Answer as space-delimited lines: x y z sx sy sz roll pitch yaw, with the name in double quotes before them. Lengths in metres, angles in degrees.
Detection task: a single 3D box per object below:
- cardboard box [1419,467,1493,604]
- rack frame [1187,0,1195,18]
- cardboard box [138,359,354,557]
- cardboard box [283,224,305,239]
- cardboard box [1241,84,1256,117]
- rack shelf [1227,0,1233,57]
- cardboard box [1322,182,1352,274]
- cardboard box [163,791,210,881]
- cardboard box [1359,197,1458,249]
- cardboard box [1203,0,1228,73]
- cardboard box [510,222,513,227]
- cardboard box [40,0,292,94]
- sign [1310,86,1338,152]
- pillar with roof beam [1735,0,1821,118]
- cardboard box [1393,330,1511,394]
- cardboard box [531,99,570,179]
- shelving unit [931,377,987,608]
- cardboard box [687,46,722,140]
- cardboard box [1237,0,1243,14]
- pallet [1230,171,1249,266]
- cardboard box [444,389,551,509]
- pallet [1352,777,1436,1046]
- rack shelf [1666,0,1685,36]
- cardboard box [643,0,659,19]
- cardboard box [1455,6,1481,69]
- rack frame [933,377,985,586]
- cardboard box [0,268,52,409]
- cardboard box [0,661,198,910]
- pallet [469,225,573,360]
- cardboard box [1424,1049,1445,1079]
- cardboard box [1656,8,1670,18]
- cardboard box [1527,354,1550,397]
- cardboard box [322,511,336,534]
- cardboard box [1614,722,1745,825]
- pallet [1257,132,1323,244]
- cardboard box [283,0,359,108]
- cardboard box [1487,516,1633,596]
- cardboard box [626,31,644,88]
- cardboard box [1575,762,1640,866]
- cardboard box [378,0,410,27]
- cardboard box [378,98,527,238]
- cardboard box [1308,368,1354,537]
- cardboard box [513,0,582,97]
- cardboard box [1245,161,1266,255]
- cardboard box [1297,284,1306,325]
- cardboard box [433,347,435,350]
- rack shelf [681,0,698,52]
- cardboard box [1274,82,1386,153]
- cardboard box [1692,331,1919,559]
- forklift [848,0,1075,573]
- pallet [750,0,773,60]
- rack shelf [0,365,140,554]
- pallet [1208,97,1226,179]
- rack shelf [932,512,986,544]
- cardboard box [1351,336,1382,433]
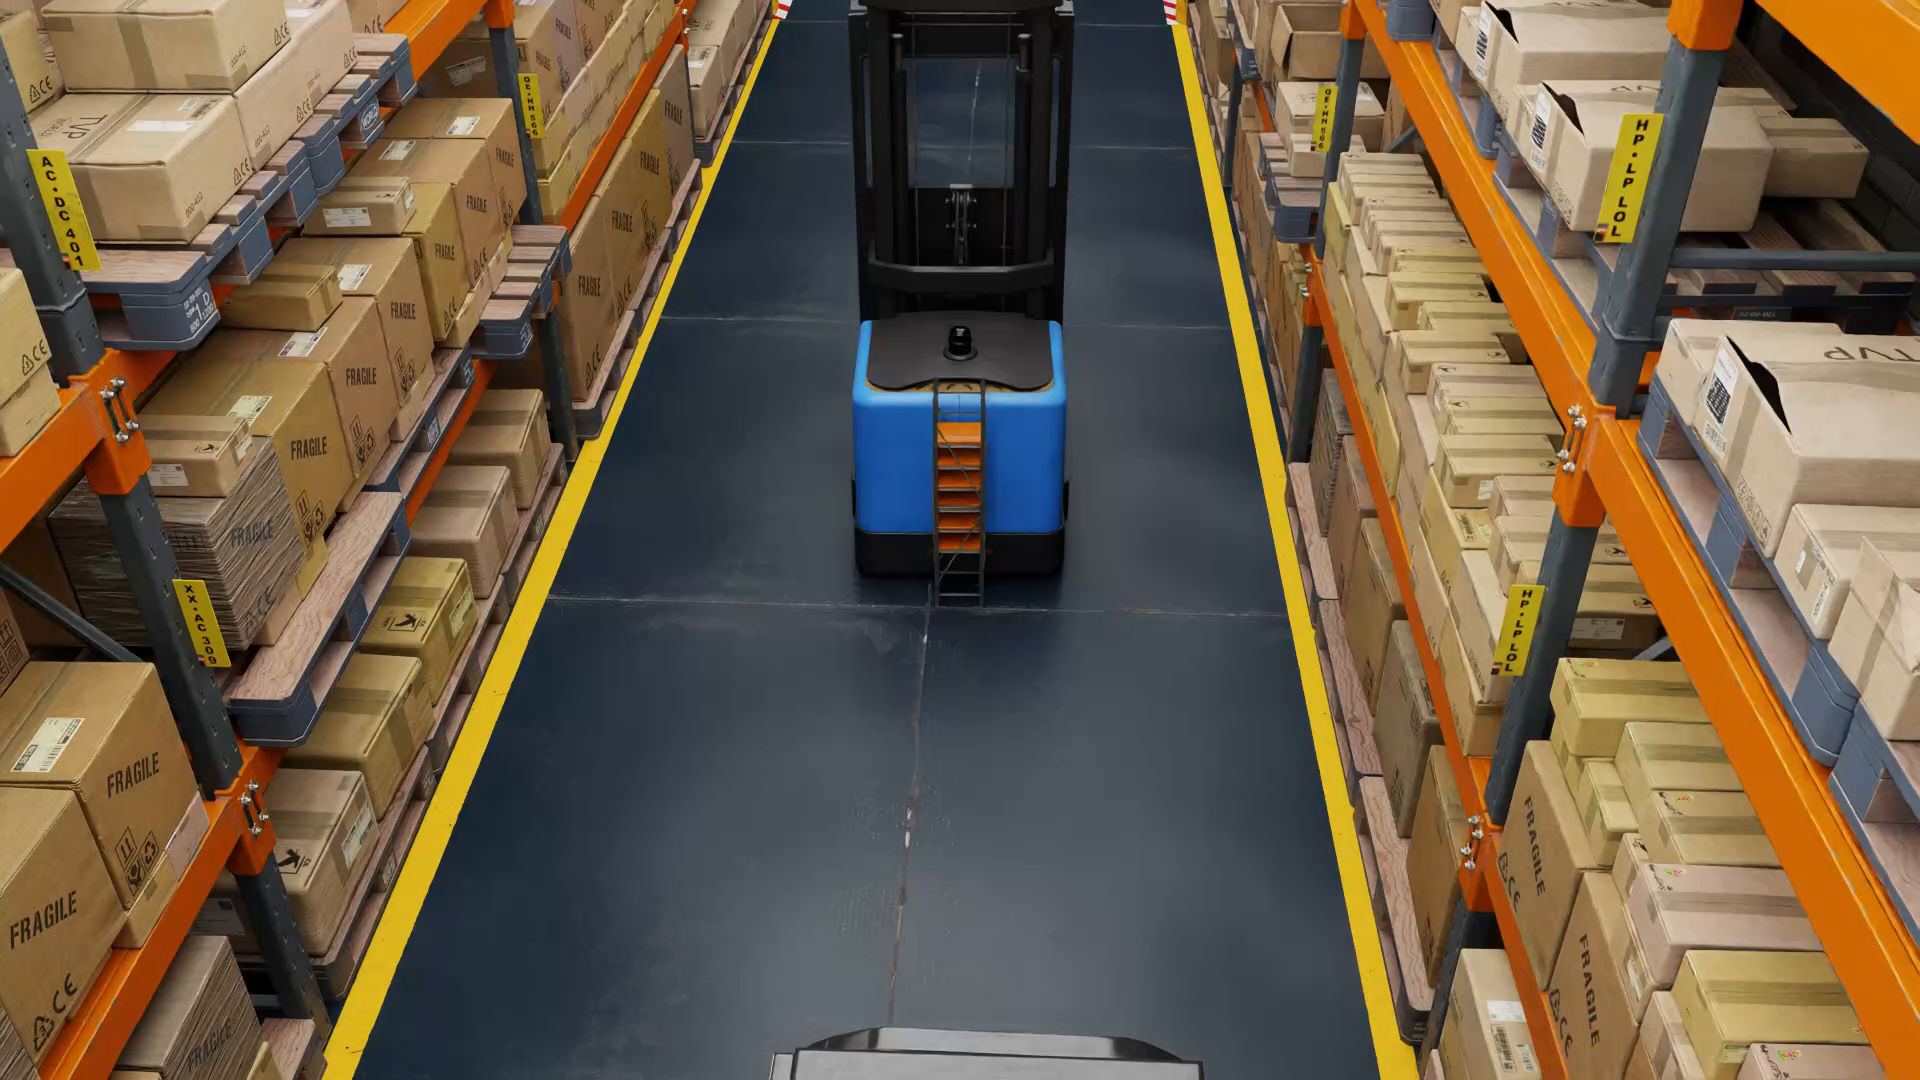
"cardboard box" 1.924 -0.017 5.806 0.500 0.250 0.500 0 35 1
"rack frame" 2.628 -6.184 14.886 1.000 3.000 0.127 1 35 2
"cardboard box" -2.489 -0.287 5.785 0.500 0.500 0.500 1 35 2
"cardboard box" -2.931 -1.177 7.050 0.500 0.500 0.500 2 35 3
"cardboard box" 2.187 -3.100 11.743 0.380 0.149 0.250 3 35 4
"rack shelf" 2.548 -4.741 13.458 1.077 0.370 4.000 1 35 2
"cardboard box" 2.020 -1.482 7.892 0.500 0.250 0.500 1 35 2
"cardboard box" -2.522 0.892 5.036 0.380 0.149 0.250 1 35 1
"cardboard box" 2.006 -1.416 7.451 0.380 0.149 0.250 2 35 3
"cardboard box" 2.315 -4.192 13.861 0.500 0.500 0.500 2 35 3
"cardboard box" -2.431 -1.576 8.182 0.380 0.149 0.250 3 35 4
"cardboard box" -2.380 -1.557 5.025 0.500 0.250 0.500 1 35 1
"sign" 1.764 -2.036 8.046 0.100 0.325 0.005 1 35 2
"pillar with roof beam" -1.146 -3.372 5.667 9.100 9.000 0.400 1 35 2
"cardboard box" 1.893 -0.686 6.412 0.380 0.149 0.250 0 35 1
"cardboard box" -2.386 -2.129 8.812 0.500 0.250 0.500 1 35 2
"shelving unit" -0.003 -0.208 7.948 0.258 1.200 0.189 0 35 0
"cardboard box" -2.360 -3.480 12.902 0.875 0.438 0.875 1 35 1
"cardboard box" 2.225 -3.826 11.079 0.700 0.500 0.500 2 35 3
"pallet" 2.473 -2.277 11.752 1.003 0.211 1.213 1 35 2
"cardboard box" -2.685 -0.473 8.680 0.950 0.372 0.625 -1 35 -1
"pallet" 2.137 1.427 6.482 1.003 0.211 1.213 1 35 2
"rack shelf" 2.227 -2.435 5.308 1.077 0.370 4.000 1 35 2
"cardboard box" -2.280 -3.595 10.898 0.500 0.250 0.500 2 35 3
"cardboard box" 1.918 -1.709 5.676 0.380 0.149 0.250 1 35 1
"rack frame" -0.003 -0.261 8.023 0.240 1.200 0.006 0 35 0
"cardboard box" -2.562 -0.429 3.960 0.500 0.250 0.500 1 35 1
"cardboard box" -2.583 0.696 4.751 0.500 0.500 0.500 0 35 1
"pallet" -2.575 -1.210 7.975 1.213 0.211 1.003 1 35 2
"cardboard box" 1.796 1.934 5.362 0.500 0.250 0.500 2 35 2
"cardboard box" 2.298 -1.707 5.658 0.380 0.166 0.250 1 35 2
"cardboard box" 2.497 -0.596 6.631 0.500 0.250 0.500 1 35 1
"cardboard box" -2.522 -0.089 6.067 0.380 0.149 0.250 3 35 5
"cardboard box" 1.935 0.611 4.307 0.380 0.149 0.250 2 35 3
"pallet" 2.264 -1.900 8.958 1.213 0.211 1.003 1 35 2
"cardboard box" -2.372 -1.648 5.588 0.500 0.250 0.500 1 35 1
"cardboard box" 1.931 0.054 5.359 0.380 0.149 0.250 1 35 1
"cardboard box" -2.319 -3.092 10.616 0.500 0.250 0.500 0 35 1
"cardboard box" 1.862 0.730 4.397 0.380 0.149 0.250 2 35 3
"cardboard box" -2.701 -2.424 6.841 0.700 0.500 0.500 1 35 2
"cardboard box" -2.393 -1.767 7.891 0.500 0.500 0.500 0 35 1
"cardboard box" 2.268 -0.430 8.399 0.875 0.625 0.625 2 35 3
"cardboard box" -2.378 -2.713 8.991 0.500 0.500 0.500 1 35 2
"cardboard box" 2.187 -2.170 10.983 0.500 0.500 0.500 0 35 0
"cardboard box" 2.074 -1.292 9.170 0.380 0.149 0.250 0 35 0
"cardboard box" -2.486 -0.830 7.121 0.380 0.149 0.250 2 35 2
"rack shelf" -2.412 -4.853 13.618 1.077 0.370 4.000 1 35 2
"cardboard box" 2.026 -2.312 9.142 0.500 0.250 0.500 0 35 0
"cardboard box" 1.869 -0.221 3.418 0.500 0.311 0.500 2 35 3
"forklift" 0.009 -1.845 8.771 1.130 2.935 3.031 0 35 0
"pallet" -2.285 -4.694 15.192 1.003 0.211 1.213 1 35 2
"rack shelf" -2.894 0.814 2.946 1.077 0.370 4.000 1 35 2
"pallet" 2.496 -3.140 12.980 1.003 0.211 1.213 1 35 2
"rack shelf" -0.003 -0.073 8.043 0.258 0.103 0.180 0 35 0
"cardboard box" 2.006 -0.692 7.202 0.500 0.250 0.500 0 35 0
